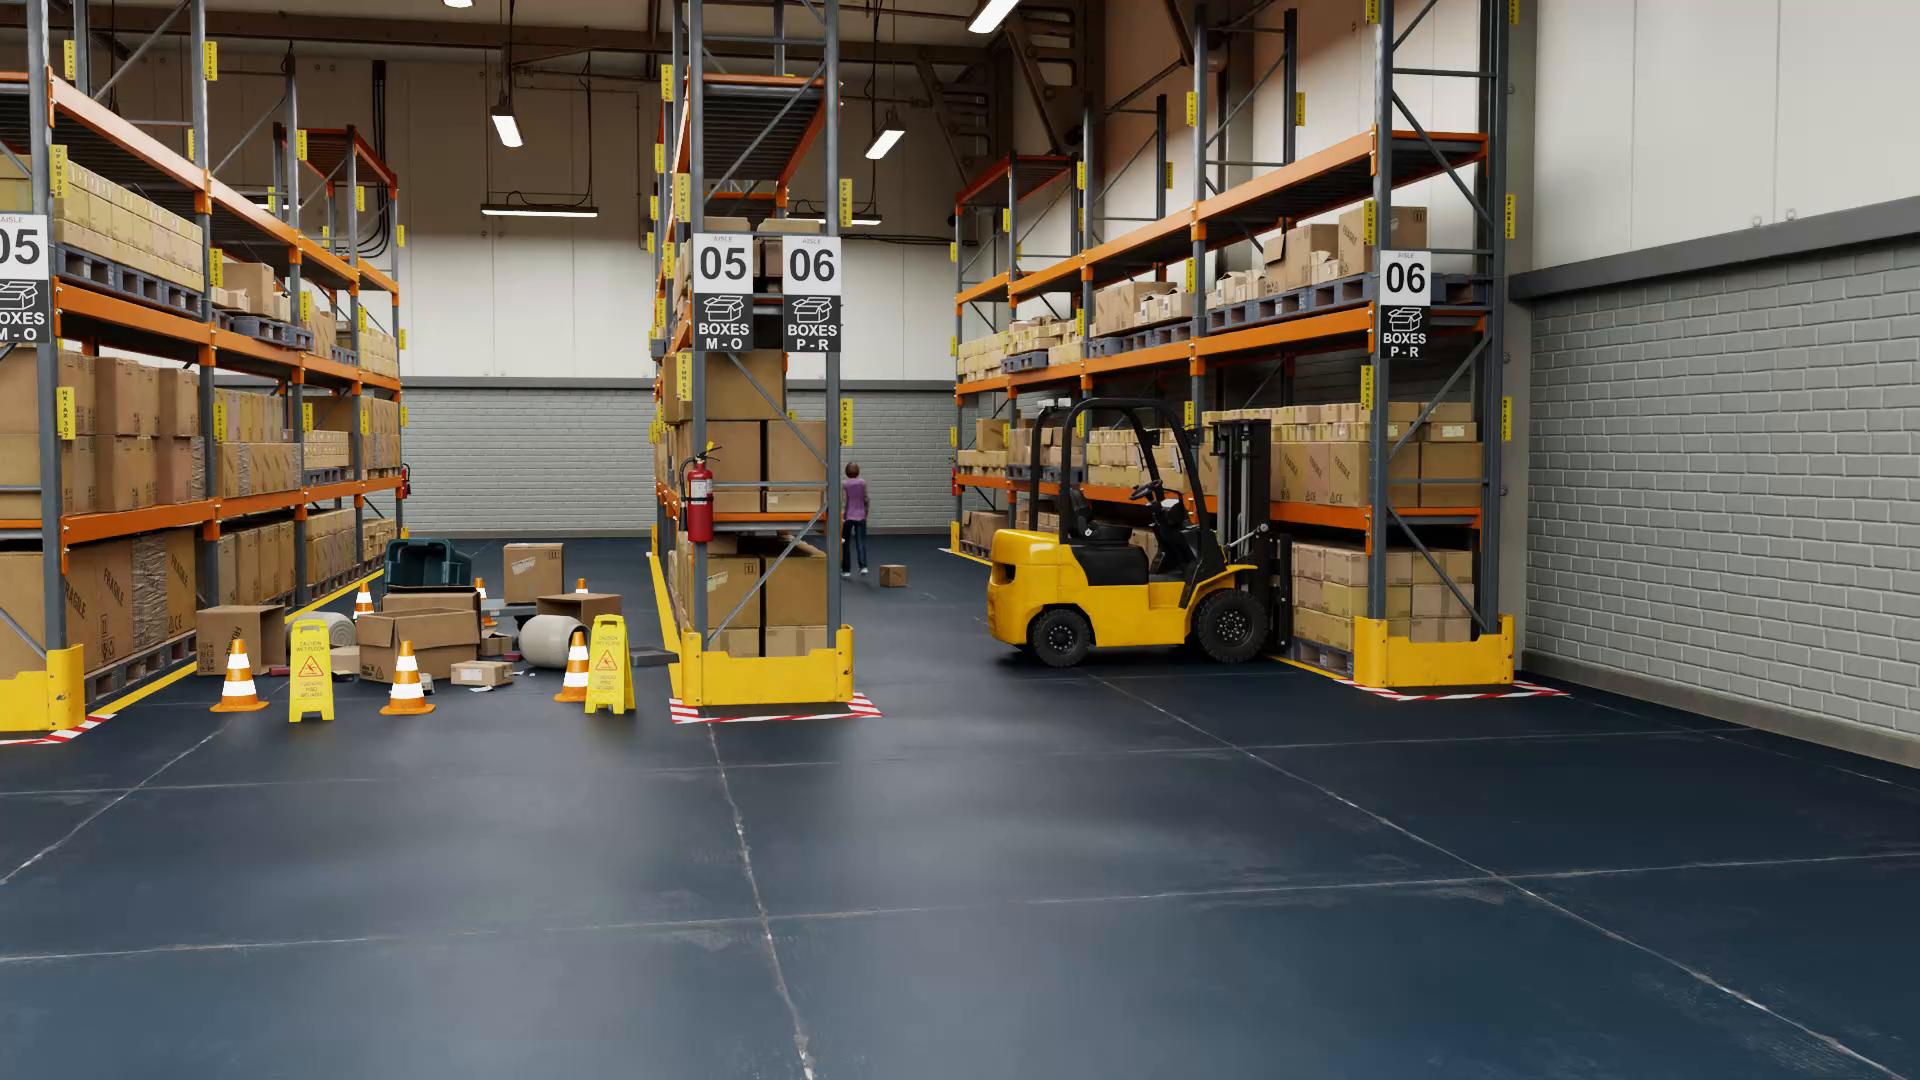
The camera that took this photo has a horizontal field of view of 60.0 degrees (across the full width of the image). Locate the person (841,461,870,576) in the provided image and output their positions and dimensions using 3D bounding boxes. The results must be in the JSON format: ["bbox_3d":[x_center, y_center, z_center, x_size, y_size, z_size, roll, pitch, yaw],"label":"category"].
[{"bbox_3d":[-1.409,-0.274,22.111,0.424,1.549,0.910,-1,3,-12],"label":"person"}]
